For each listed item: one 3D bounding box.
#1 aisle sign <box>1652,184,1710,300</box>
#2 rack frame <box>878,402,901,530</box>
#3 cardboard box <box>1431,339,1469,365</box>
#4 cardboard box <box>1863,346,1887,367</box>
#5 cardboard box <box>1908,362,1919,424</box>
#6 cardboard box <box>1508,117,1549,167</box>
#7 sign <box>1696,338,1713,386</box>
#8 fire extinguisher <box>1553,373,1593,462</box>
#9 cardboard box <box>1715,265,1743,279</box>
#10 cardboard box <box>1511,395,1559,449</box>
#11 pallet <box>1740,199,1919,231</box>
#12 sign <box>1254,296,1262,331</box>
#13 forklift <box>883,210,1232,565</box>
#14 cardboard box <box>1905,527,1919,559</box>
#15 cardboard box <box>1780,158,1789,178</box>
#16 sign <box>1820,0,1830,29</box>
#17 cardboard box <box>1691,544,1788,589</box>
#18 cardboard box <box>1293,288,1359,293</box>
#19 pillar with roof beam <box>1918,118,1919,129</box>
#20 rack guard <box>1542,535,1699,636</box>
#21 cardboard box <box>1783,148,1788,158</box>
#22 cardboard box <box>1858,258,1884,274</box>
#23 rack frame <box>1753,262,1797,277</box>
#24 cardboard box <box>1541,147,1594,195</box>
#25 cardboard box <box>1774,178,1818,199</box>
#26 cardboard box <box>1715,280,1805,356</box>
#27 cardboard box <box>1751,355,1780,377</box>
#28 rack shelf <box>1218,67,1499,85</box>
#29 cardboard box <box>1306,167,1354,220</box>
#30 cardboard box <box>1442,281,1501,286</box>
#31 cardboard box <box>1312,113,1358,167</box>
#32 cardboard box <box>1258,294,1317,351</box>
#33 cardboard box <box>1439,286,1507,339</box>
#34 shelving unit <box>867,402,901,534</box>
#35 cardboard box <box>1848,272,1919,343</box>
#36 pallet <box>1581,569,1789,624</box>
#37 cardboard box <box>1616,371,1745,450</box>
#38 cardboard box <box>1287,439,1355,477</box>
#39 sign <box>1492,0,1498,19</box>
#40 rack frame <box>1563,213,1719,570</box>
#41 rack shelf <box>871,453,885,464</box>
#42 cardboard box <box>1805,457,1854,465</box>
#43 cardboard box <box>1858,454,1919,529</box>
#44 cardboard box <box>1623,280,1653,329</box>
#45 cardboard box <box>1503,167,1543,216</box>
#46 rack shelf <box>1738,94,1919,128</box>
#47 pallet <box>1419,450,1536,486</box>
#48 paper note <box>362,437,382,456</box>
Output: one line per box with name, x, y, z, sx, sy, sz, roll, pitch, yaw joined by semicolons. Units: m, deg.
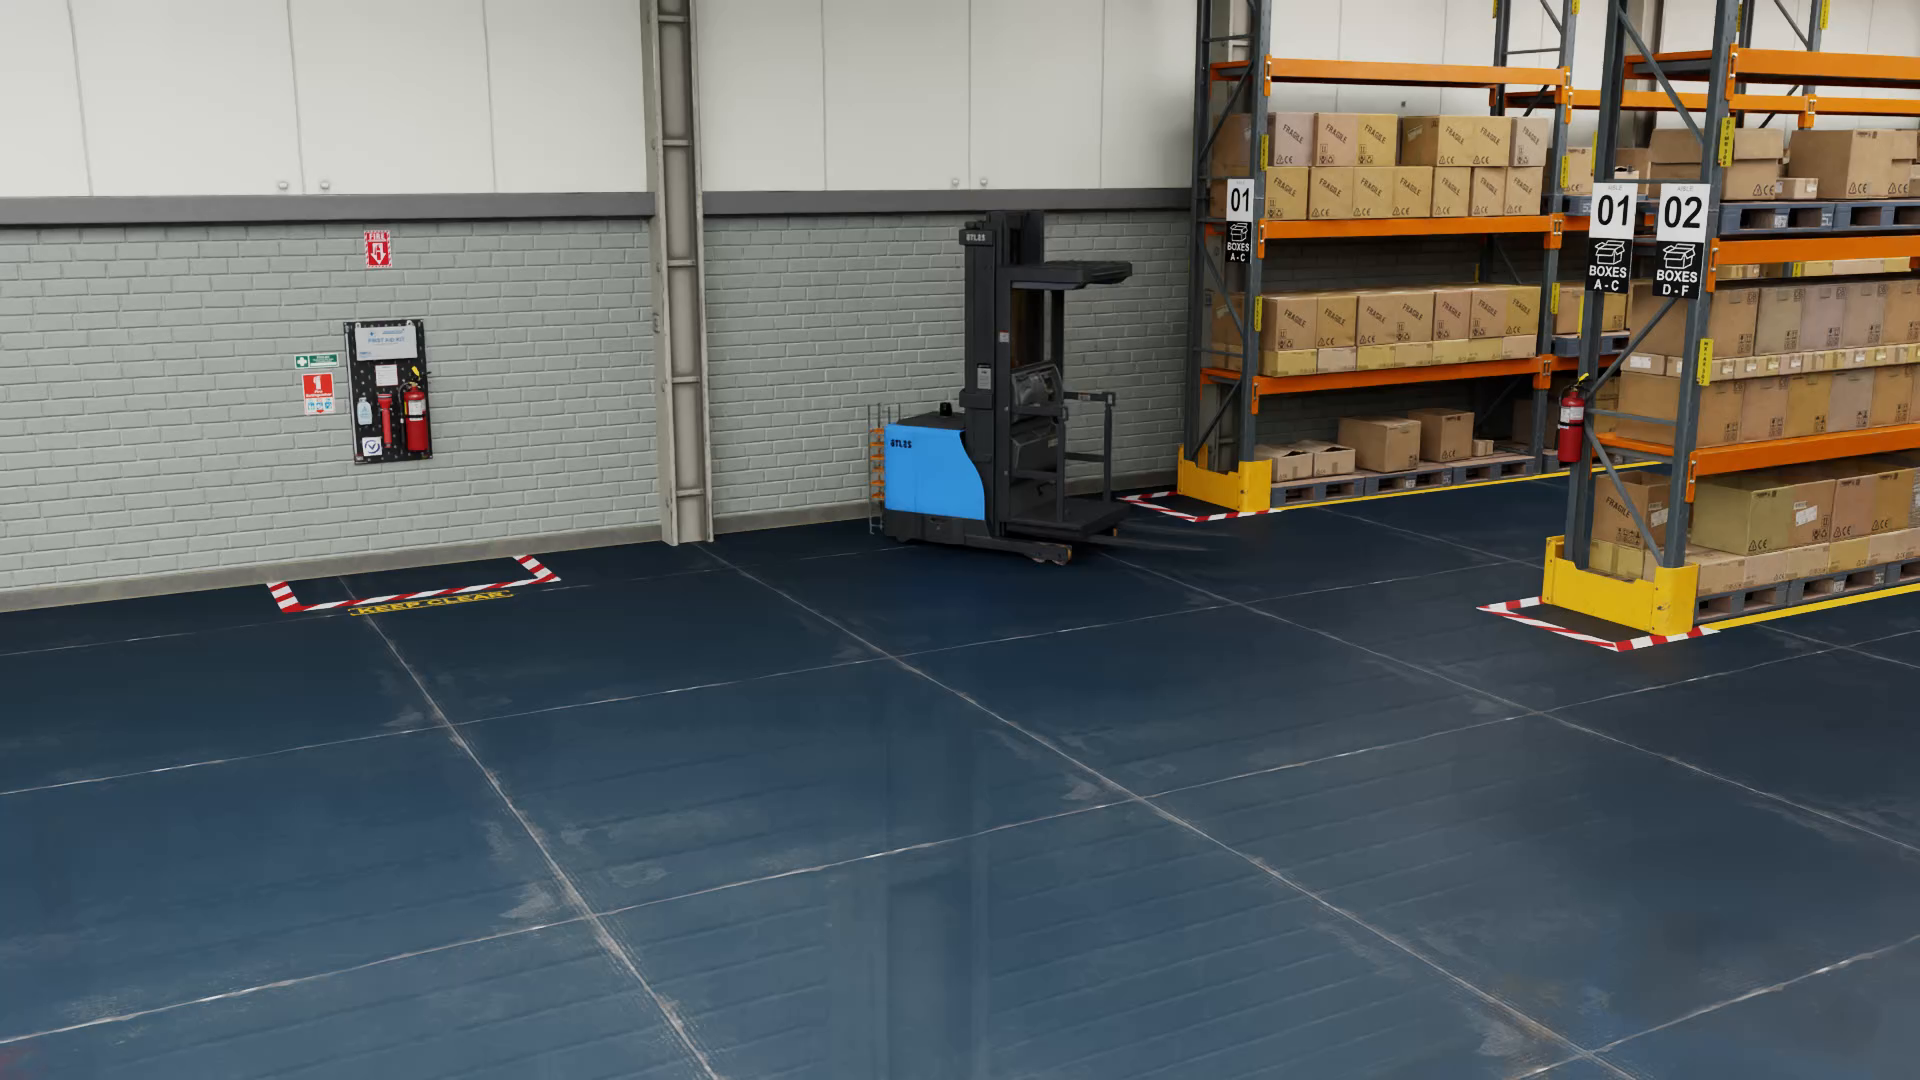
aisle sign;5.060;-2.099;11.682;0.004;0.787;0.394;-7;14;-28
rack frame;-0.645;-0.668;15.340;0.240;1.200;0.006;6;14;28
cardboard box;4.959;-1.993;17.430;0.500;0.250;0.500;-7;14;-28
cardboard box;6.999;-1.451;13.019;0.250;0.149;0.380;-6;14;-26
cardboard box;7.636;-1.261;13.654;0.500;0.500;0.700;-7;14;-28
cardboard box;5.795;-4.176;17.452;0.500;0.500;0.500;-8;15;-33
sign;5.232;-1.250;11.679;0.005;0.325;0.100;-7;14;-28
fire extinguisher;4.645;-0.936;12.611;0.183;0.674;0.296;-7;14;-28
cardboard box;9.052;-3.193;19.760;0.250;0.149;0.380;-10;16;-37
cardboard box;6.743;-1.347;18.955;0.500;0.500;0.700;-6;14;-26
pallet;6.676;-2.515;12.823;1.213;0.211;1.003;-7;14;-28
sign;2.854;-2.168;15.941;0.005;0.325;0.100;-7;14;-28
forklift;0.854;-1.352;14.439;3.031;2.935;1.130;7;14;28
cardboard box;7.736;-0.039;13.757;0.500;0.250;0.500;-7;14;-28
cardboard box;6.344;-2.820;12.903;0.500;0.311;0.500;-5;14;-21
sign;9.885;-6.010;19.010;0.005;0.325;0.100;-7;14;-28
cardboard box;5.985;0.173;12.813;0.500;0.250;0.500;-7;14;-28
cardboard box;3.804;-2.350;17.307;0.500;0.500;0.500;-7;15;-29
pillar with roof beam;15.390;-5.451;18.833;0.400;9.000;9.100;-7;14;-28
rack guard;4.950;0.326;12.524;0.348;0.500;1.175;-7;14;-28
cardboard box;10.006;-4.480;20.123;0.500;0.500;0.700;-8;15;-32
cardboard box;11.047;-3.370;20.592;0.500;0.250;0.500;-7;14;-27
rack frame;9.616;-2.692;20.240;0.127;3.000;1.000;-7;14;-28
cardboard box;6.623;-4.031;18.171;0.500;0.500;0.500;-5;13;-20
cardboard box;6.088;-2.600;12.296;0.250;0.149;0.380;-7;14;-28
cardboard box;5.892;-1.687;12.590;0.500;0.500;0.700;-7;15;-29
cardboard box;5.869;-1.316;12.418;0.250;0.149;0.380;-7;14;-28
rack shelf;4.350;-4.705;16.840;3.687;0.071;0.831;-7;14;-28
cardboard box;3.496;-3.409;16.321;0.500;0.500;0.500;-6;14;-24
cardboard box;5.593;-2.565;18.262;0.500;0.500;0.500;-7;15;-29
cardboard box;3.513;-3.897;16.212;0.500;0.500;0.500;-7;14;-29
cardboard box;3.157;-2.145;16.398;0.500;0.500;0.500;-7;14;-28
cardboard box;5.403;-2.411;17.578;0.500;0.500;0.500;-7;14;-28
shelving unit;-0.688;-0.650;15.261;0.258;1.200;0.189;6;14;28
cardboard box;7.653;-1.898;13.527;0.500;0.500;0.700;-7;14;-28
pallet;5.622;0.375;12.960;1.213;0.211;1.003;-7;14;-28
cardboard box;5.387;-0.992;12.457;0.500;0.500;0.700;-7;14;-28
cardboard box;3.745;-0.869;17.260;0.500;0.311;0.500;-6;14;-23
sign;5.834;-5.838;18.064;0.005;0.325;0.100;-7;14;-28
rack frame;4.971;-0.896;12.260;0.127;3.000;1.000;-7;14;-28
rack shelf;-0.688;-0.724;15.245;0.258;0.103;0.180;6;14;28
cardboard box;7.047;-0.453;13.887;0.500;0.500;0.500;-7;14;-28
cardboard box;7.735;-0.405;13.676;0.500;0.500;0.500;-7;14;-28
cardboard box;7.625;-2.715;19.109;0.500;0.500;0.700;-5;14;-20
cardboard box;5.778;-3.692;17.579;0.500;0.500;0.500;-6;14;-26
rack shelf;11.372;-5.283;20.639;4.000;0.370;1.077;-7;14;-28
pallet;5.533;-0.834;18.332;1.213;0.211;1.003;-7;14;-28
paper note;-4.848;-0.772;13.714;0.142;0.148;0.016;-7;14;-28
